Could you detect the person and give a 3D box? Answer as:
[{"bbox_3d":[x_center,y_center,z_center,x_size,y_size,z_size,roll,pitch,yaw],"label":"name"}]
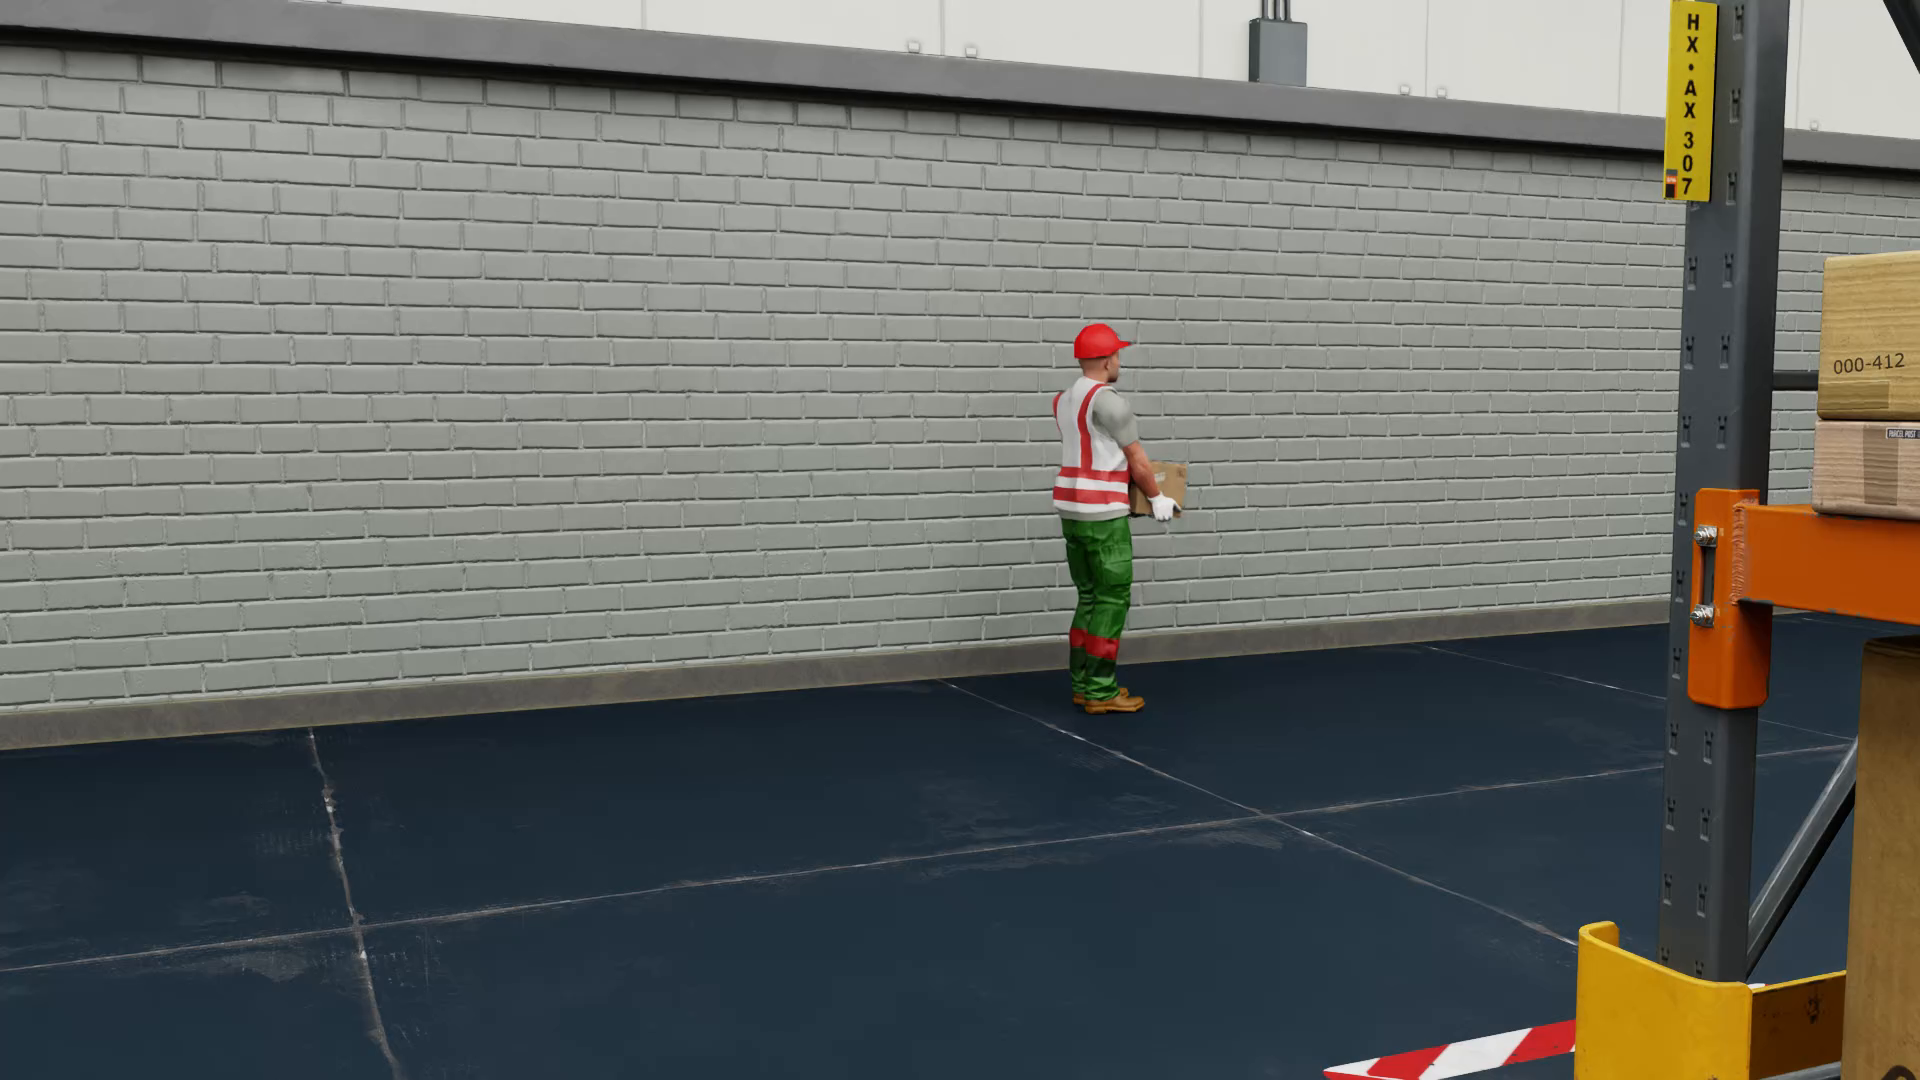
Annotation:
[{"bbox_3d":[0.714,-0.110,7.759,0.556,1.786,0.495,-2,6,-25],"label":"person"}]
